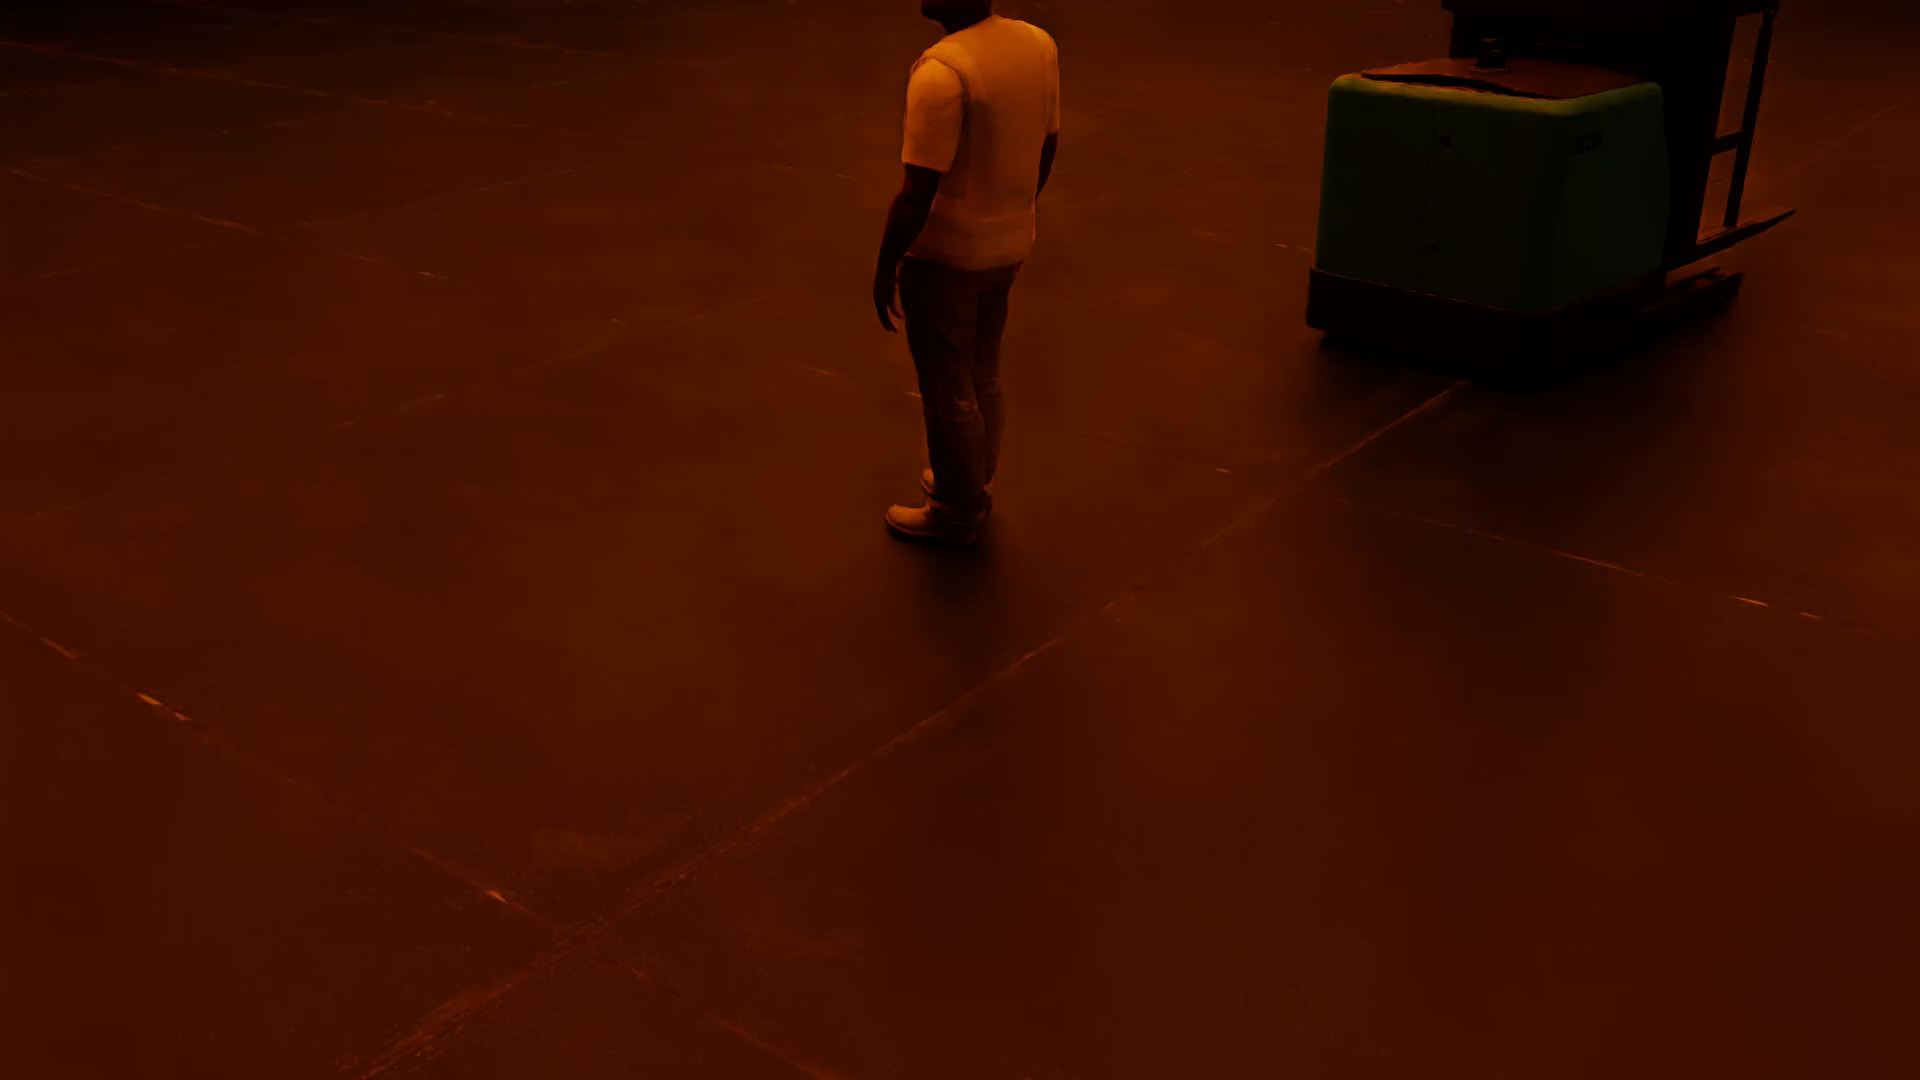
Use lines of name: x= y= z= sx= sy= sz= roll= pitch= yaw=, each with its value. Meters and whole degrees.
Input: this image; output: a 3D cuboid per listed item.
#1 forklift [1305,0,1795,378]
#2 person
forklift: x=2.832 y=-2.452 z=6.986 sx=3.031 sy=2.935 sz=1.130 roll=-22 pitch=32 yaw=-40
person: x=-0.052 y=-0.835 z=4.703 sx=0.576 sy=1.766 sz=0.665 roll=17 pitch=29 yaw=34
